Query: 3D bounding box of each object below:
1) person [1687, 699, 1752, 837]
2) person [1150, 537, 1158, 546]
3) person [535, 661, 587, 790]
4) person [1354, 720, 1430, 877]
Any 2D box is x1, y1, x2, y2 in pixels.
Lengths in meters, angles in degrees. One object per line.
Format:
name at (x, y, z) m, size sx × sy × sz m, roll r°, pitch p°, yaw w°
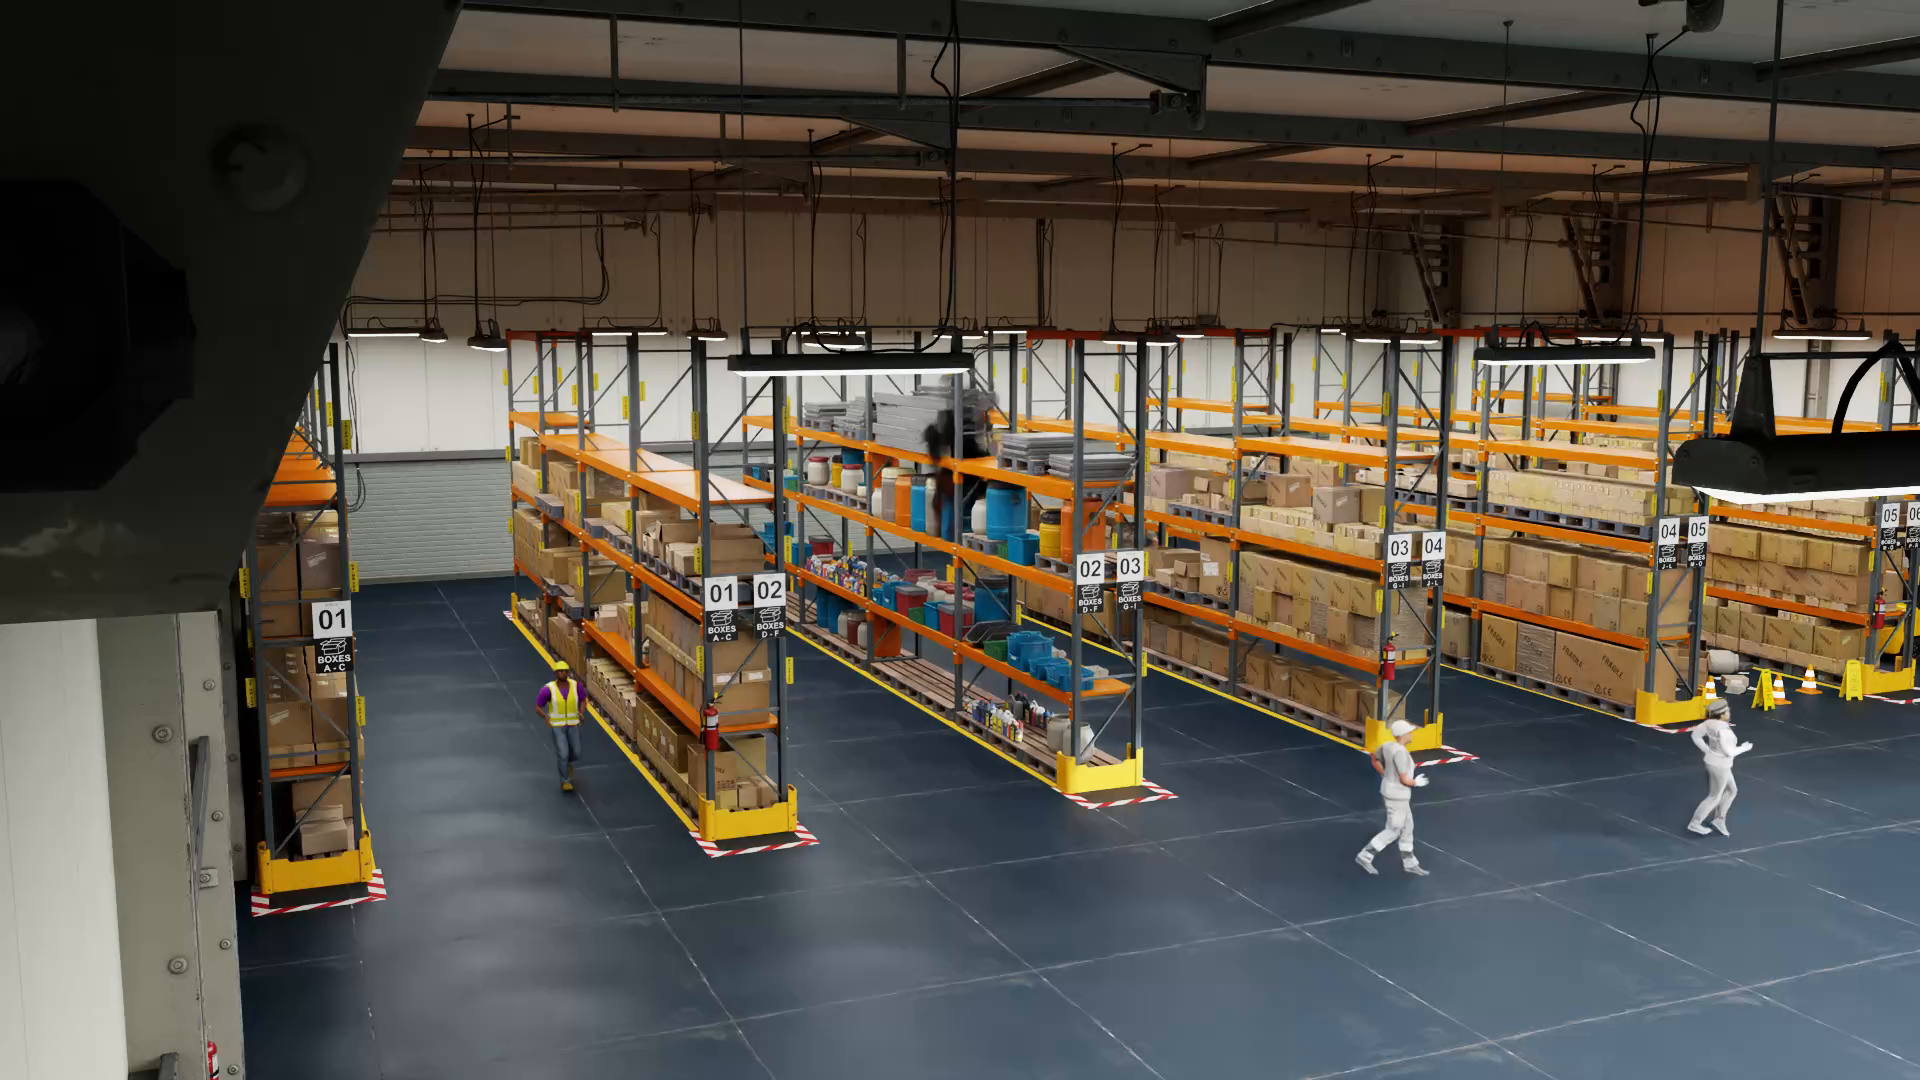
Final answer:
person at (9.191, 2.771, 20.131) m, size 0.684 × 1.736 × 0.592 m, roll 1°, pitch 8°, yaw 7°
person at (4.011, 0.821, 34.194) m, size 0.674 × 1.790 × 1.204 m, roll -3°, pitch 8°, yaw -21°
person at (-5.315, 2.463, 22.255) m, size 0.700 × 1.719 × 0.625 m, roll -4°, pitch 9°, yaw -28°
person at (4.880, 2.907, 18.679) m, size 0.883 × 1.807 × 0.682 m, roll 0°, pitch 8°, yaw 1°
